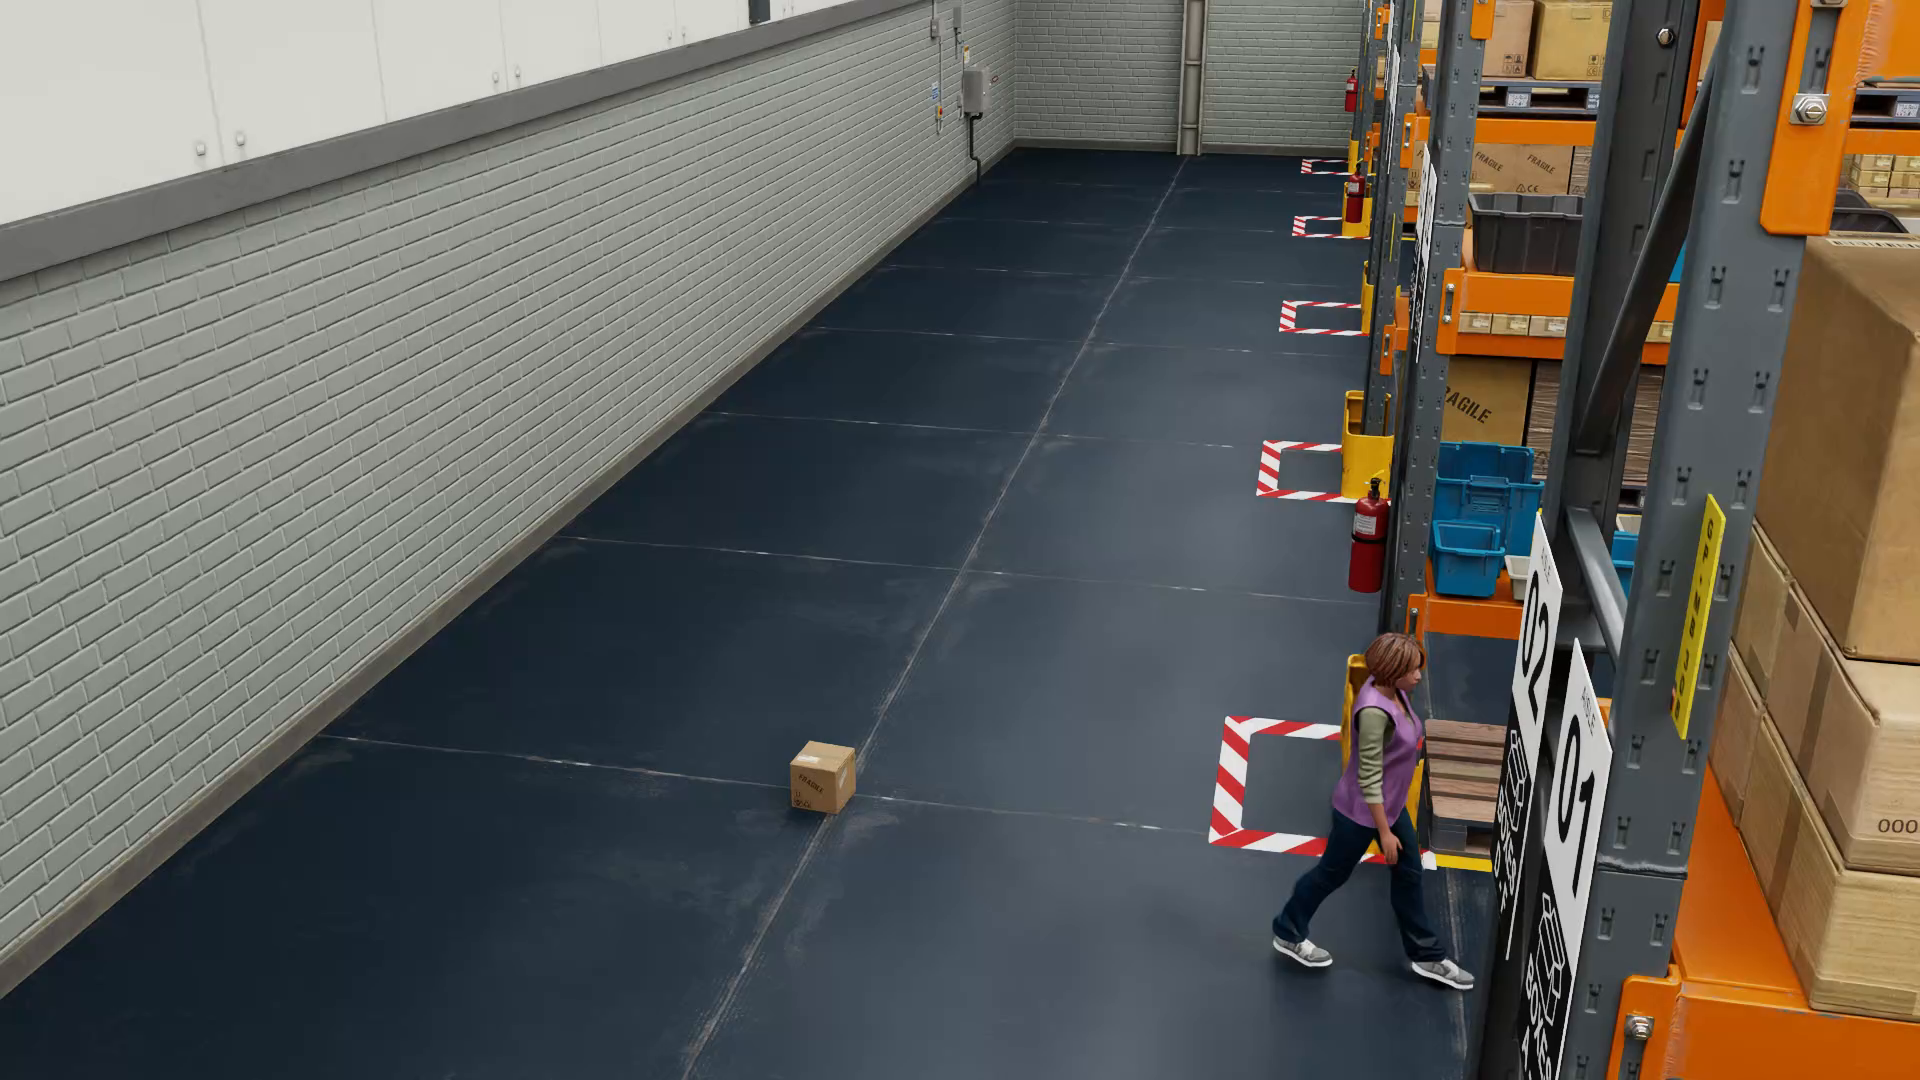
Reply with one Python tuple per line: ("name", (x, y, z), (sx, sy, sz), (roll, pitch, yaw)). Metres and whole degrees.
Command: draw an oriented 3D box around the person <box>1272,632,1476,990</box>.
("person", (1.750, 1.113, 6.817), (0.843, 1.577, 0.466), (12, 25, 27))
